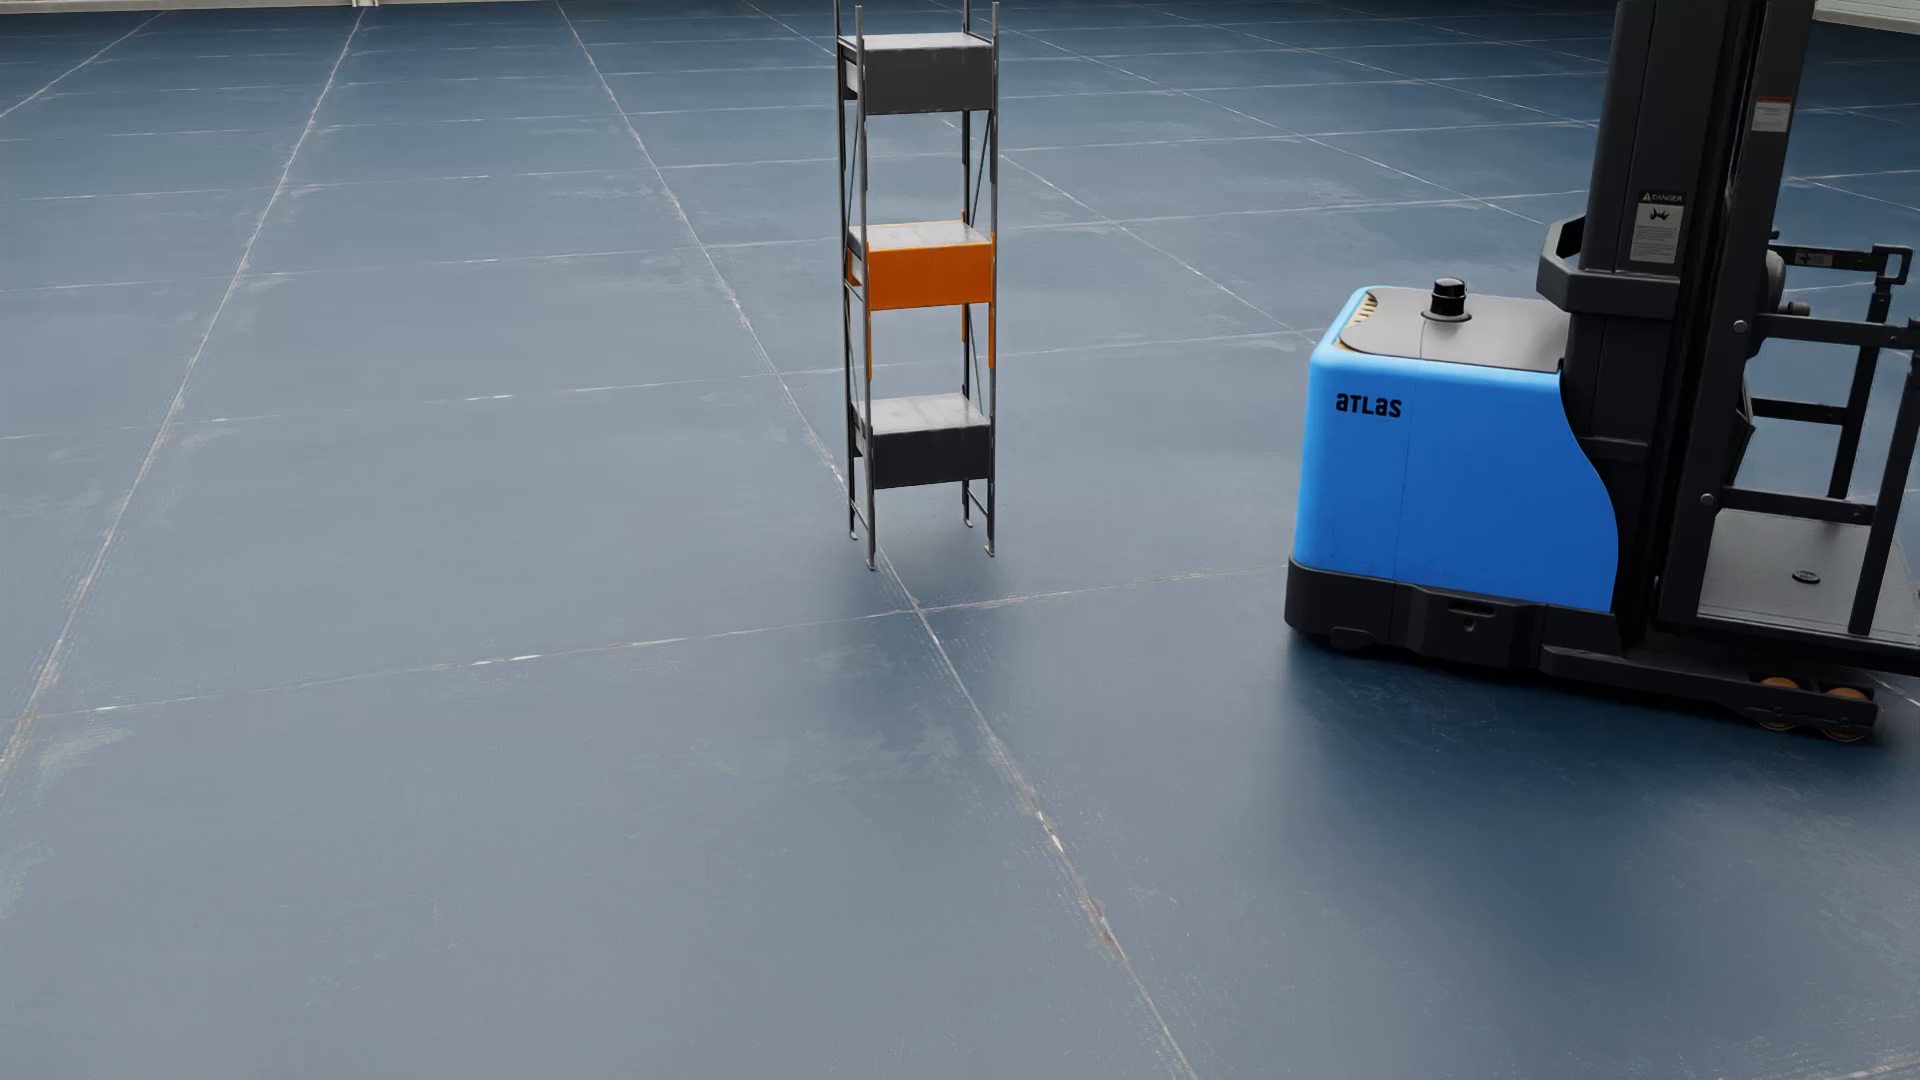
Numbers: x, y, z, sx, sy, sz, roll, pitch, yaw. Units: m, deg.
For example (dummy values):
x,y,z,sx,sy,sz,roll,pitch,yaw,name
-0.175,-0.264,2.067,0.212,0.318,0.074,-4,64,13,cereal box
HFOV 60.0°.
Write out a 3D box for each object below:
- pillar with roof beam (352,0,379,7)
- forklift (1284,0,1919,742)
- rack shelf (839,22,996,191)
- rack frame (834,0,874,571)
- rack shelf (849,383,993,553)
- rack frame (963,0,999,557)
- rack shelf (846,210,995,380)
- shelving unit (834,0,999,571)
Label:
x,y,z,sx,sy,sz,roll,pitch,yaw,name
-8.450,-11.153,21.331,0.400,9.000,9.100,-6,24,-14,pillar with roof beam
2.722,-0.946,5.238,3.031,2.935,1.130,9,25,20,forklift
-0.159,-1.578,6.024,0.480,0.518,0.431,-6,24,-14,rack shelf
-0.394,-0.921,6.234,0.015,2.100,0.400,-6,24,-14,rack frame
-0.159,-0.291,6.576,0.480,0.518,0.431,-6,24,-14,rack shelf
0.076,-0.973,6.355,0.015,2.100,0.400,-6,24,-14,rack frame
-0.159,-0.935,6.300,0.480,0.518,0.431,-6,24,-14,rack shelf
-0.159,-0.947,6.295,0.503,2.100,0.431,-6,24,-14,shelving unit
